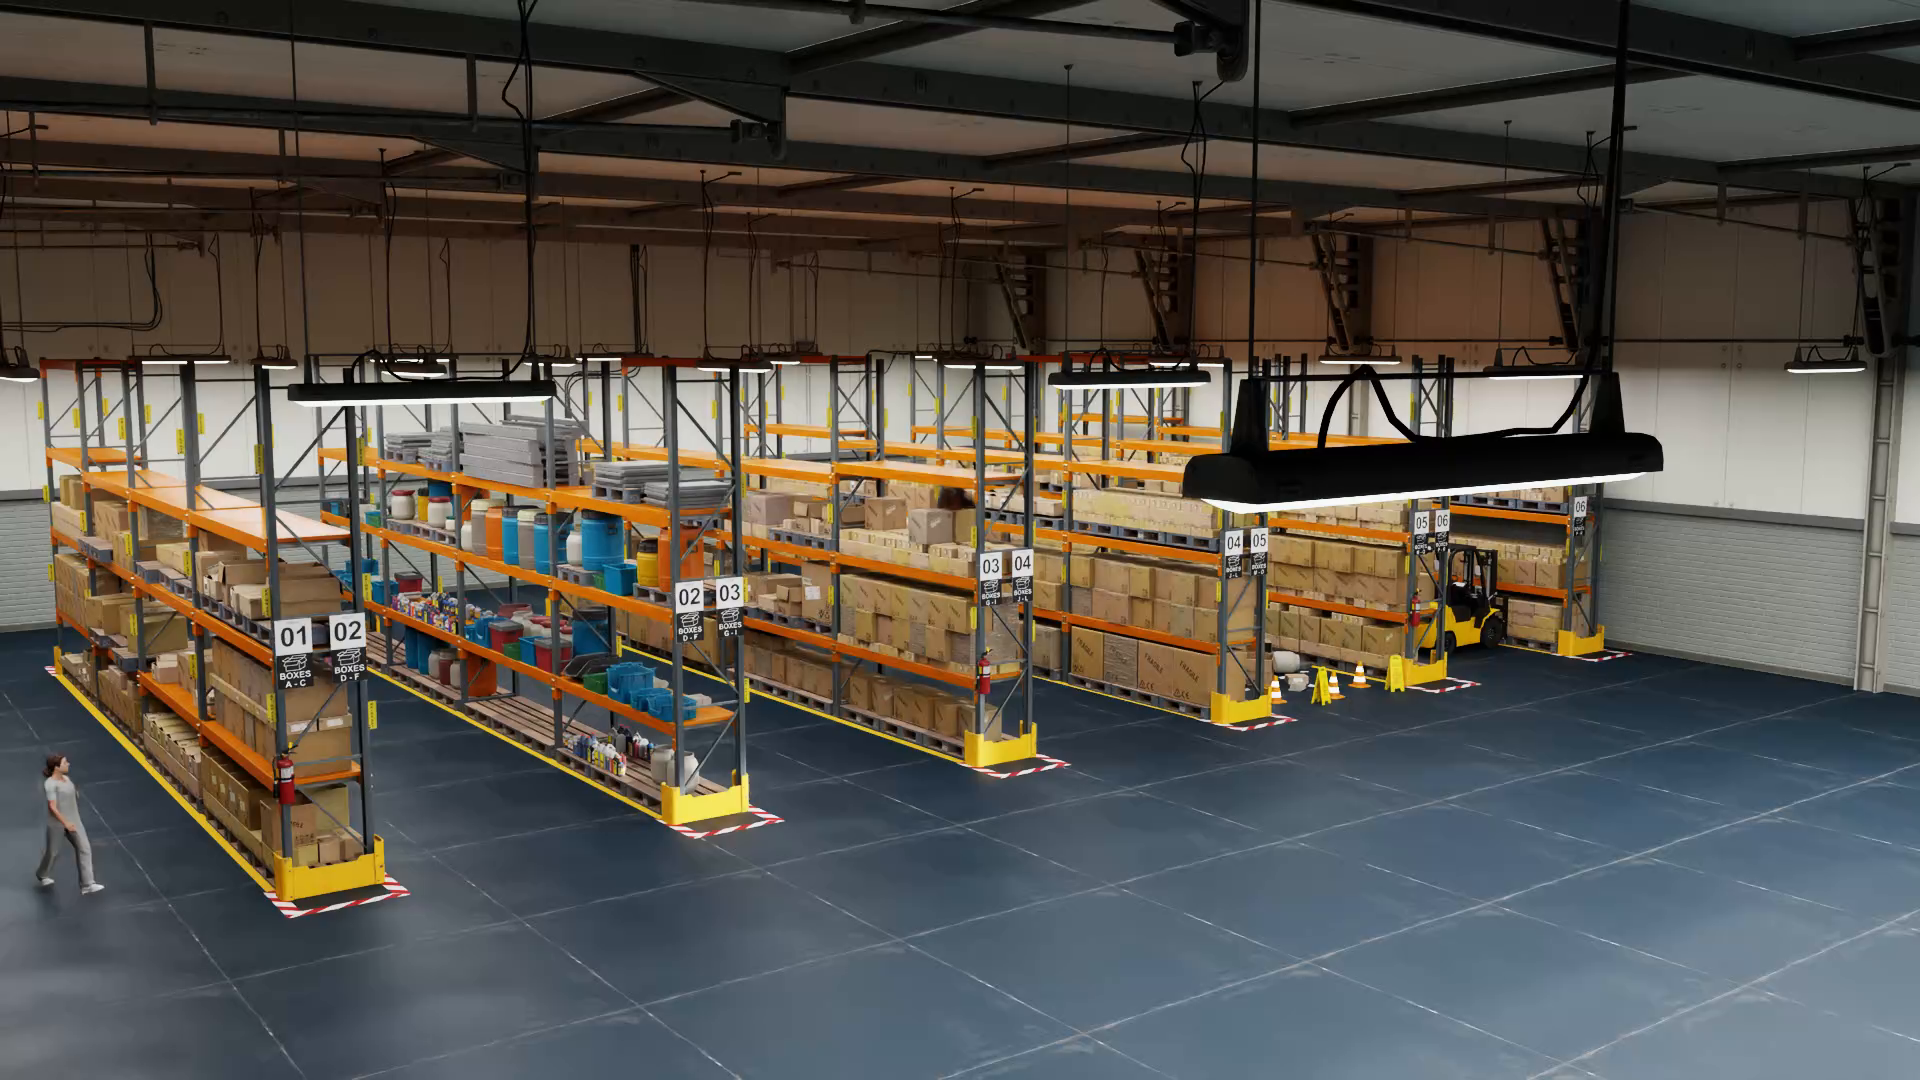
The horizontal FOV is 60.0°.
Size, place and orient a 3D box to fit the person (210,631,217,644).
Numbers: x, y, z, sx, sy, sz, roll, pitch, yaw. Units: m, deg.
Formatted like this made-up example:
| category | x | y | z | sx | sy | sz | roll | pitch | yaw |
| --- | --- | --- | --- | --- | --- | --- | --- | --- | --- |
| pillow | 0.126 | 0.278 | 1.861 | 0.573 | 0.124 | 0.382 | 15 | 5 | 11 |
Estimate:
| category | x | y | z | sx | sy | sz | roll | pitch | yaw |
| --- | --- | --- | --- | --- | --- | --- | --- | --- | --- |
| person | -15.725 | 1.292 | 35.030 | 0.649 | 1.800 | 0.864 | -6 | 9 | -40 |

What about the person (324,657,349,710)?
| category | x | y | z | sx | sy | sz | roll | pitch | yaw |
| --- | --- | --- | --- | --- | --- | --- | --- | --- | --- |
| person | -10.782 | 2.125 | 28.590 | 0.407 | 1.555 | 0.823 | -5 | 9 | -38 |

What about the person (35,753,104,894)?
| category | x | y | z | sx | sy | sz | roll | pitch | yaw |
| --- | --- | --- | --- | --- | --- | --- | --- | --- | --- |
| person | -10.292 | 3.243 | 19.065 | 1.010 | 1.625 | 0.411 | 4 | 8 | 30 |
